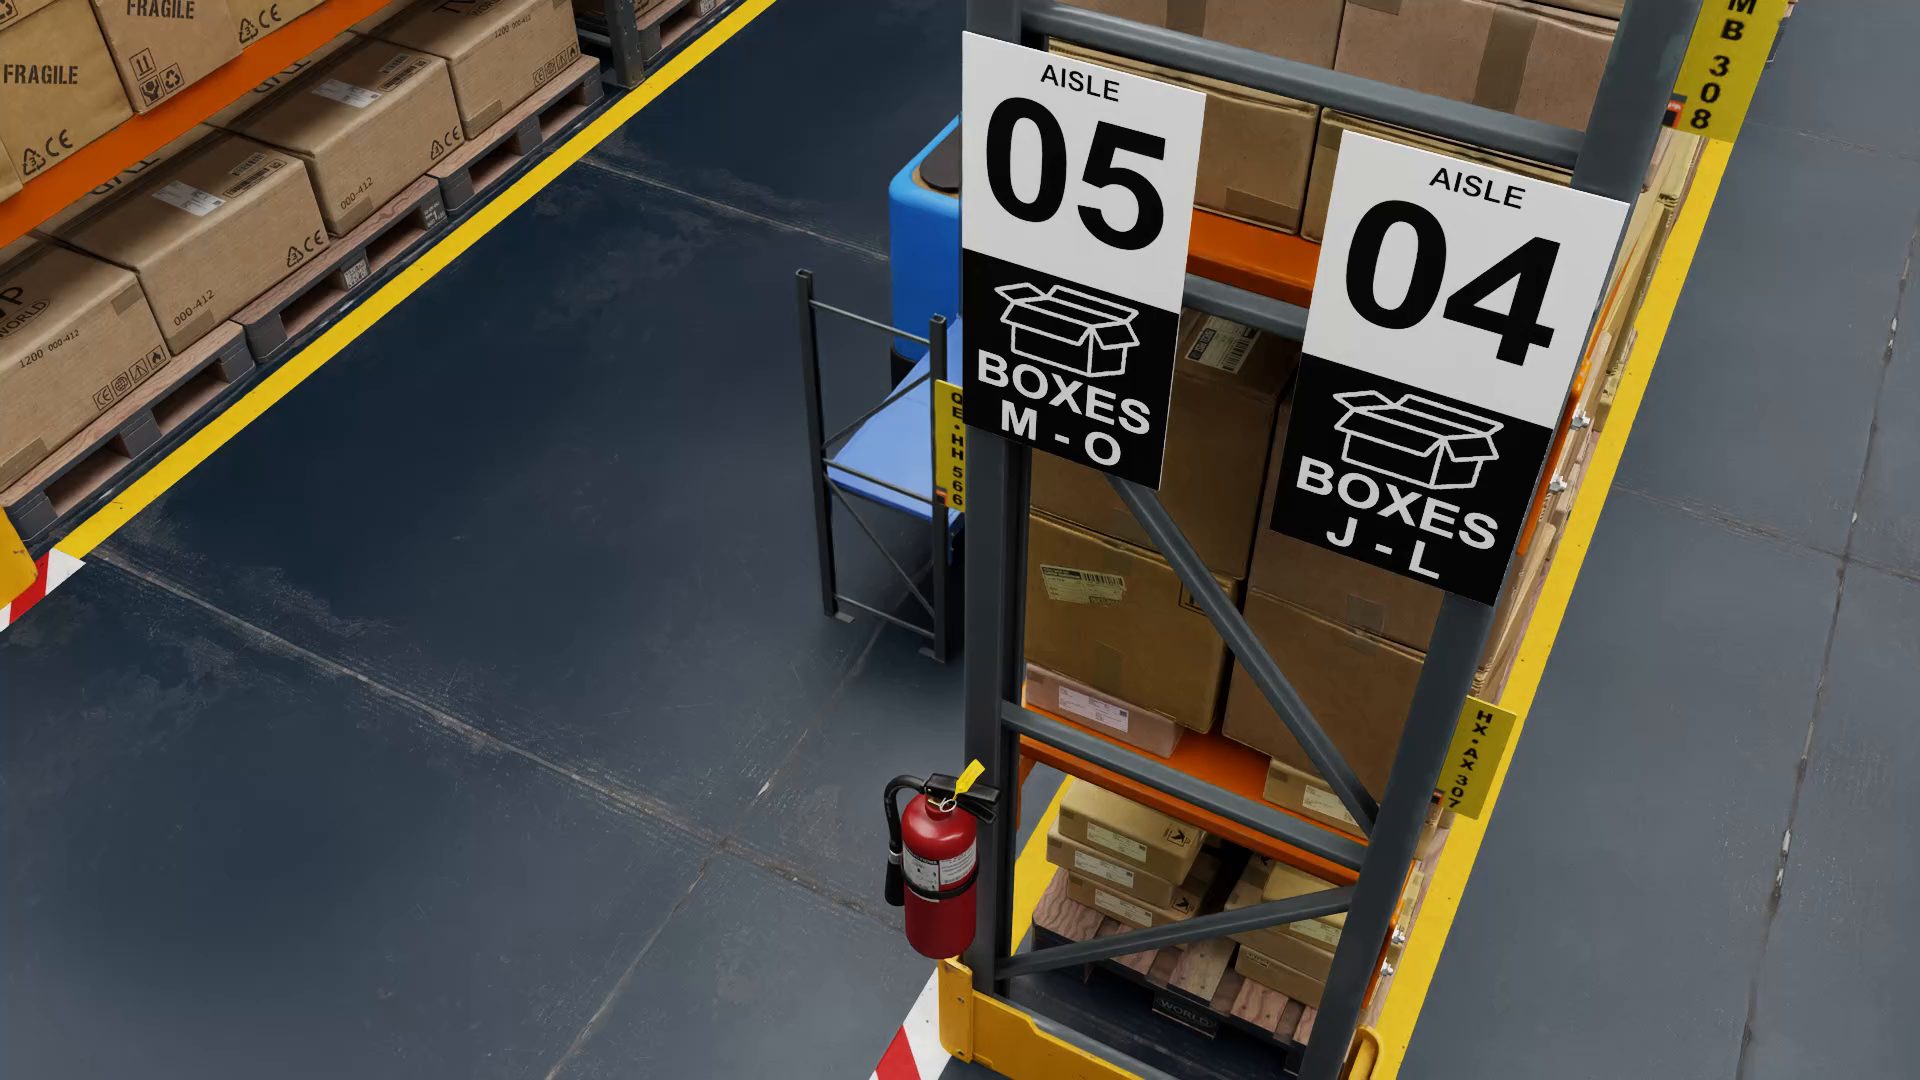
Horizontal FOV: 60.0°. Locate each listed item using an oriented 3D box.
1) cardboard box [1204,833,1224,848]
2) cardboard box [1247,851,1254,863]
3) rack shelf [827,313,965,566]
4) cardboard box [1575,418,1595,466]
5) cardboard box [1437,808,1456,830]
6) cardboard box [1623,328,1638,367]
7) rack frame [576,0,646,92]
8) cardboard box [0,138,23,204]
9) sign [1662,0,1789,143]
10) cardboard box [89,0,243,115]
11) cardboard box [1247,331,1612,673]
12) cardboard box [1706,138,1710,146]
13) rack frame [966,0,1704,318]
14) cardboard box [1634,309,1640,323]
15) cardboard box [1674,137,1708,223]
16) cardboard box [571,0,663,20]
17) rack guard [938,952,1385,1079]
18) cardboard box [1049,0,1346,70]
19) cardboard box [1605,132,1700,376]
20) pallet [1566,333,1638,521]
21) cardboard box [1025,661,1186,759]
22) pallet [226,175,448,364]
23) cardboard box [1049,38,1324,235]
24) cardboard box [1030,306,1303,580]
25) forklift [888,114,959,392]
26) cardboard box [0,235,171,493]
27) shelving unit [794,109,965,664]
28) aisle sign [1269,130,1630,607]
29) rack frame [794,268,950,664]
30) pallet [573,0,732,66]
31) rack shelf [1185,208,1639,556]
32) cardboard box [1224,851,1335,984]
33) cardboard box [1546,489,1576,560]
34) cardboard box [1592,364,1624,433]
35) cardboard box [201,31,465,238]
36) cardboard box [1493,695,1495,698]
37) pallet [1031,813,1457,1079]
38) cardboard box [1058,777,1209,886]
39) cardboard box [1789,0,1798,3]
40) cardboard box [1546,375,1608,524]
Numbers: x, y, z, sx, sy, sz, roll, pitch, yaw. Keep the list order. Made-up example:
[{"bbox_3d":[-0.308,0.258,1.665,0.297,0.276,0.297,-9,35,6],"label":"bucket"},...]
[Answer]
[{"bbox_3d":[0.640,0.714,4.936,0.380,0.149,0.250,19,48,18],"label":"cardboard box"},{"bbox_3d":[1.055,0.976,4.886,0.380,0.149,0.250,20,49,19],"label":"cardboard box"},{"bbox_3d":[-0.021,-0.377,5.821,0.538,0.185,1.000,21,49,20],"label":"rack shelf"},{"bbox_3d":[1.975,-0.355,5.783,0.380,0.149,0.250,18,48,17],"label":"cardboard box"},{"bbox_3d":[1.275,0.635,4.804,0.380,0.149,0.250,20,49,19],"label":"cardboard box"},{"bbox_3d":[2.456,-0.768,6.610,0.380,0.149,0.250,21,49,20],"label":"cardboard box"},{"bbox_3d":[-2.095,-3.553,7.653,1.000,3.000,0.127,20,49,19],"label":"rack frame"},{"bbox_3d":[-3.475,-1.276,5.332,0.500,0.500,0.500,20,49,19],"label":"cardboard box"},{"bbox_3d":[0.960,-0.645,2.055,0.100,0.325,0.005,20,49,19],"label":"sign"},{"bbox_3d":[-3.013,-1.918,5.967,0.500,0.500,0.500,20,49,19],"label":"cardboard box"},{"bbox_3d":[0.923,-0.149,3.306,0.500,0.500,0.500,20,49,19],"label":"cardboard box"},{"bbox_3d":[3.158,-1.963,7.544,0.500,0.500,0.500,23,50,21],"label":"cardboard box"},{"bbox_3d":[0.479,-1.571,1.476,1.000,3.000,0.127,20,49,19],"label":"rack frame"},{"bbox_3d":[2.471,-0.929,6.559,0.380,0.149,0.250,21,49,20],"label":"cardboard box"},{"bbox_3d":[2.119,-1.397,5.243,0.500,0.500,0.500,19,48,18],"label":"cardboard box"},{"bbox_3d":[-1.878,-3.371,8.671,0.875,0.875,0.875,22,49,20],"label":"cardboard box"},{"bbox_3d":[0.514,1.368,4.546,1.175,0.500,0.348,20,49,19],"label":"rack guard"},{"bbox_3d":[0.467,-1.014,2.788,0.500,0.250,0.500,19,48,18],"label":"cardboard box"},{"bbox_3d":[1.412,-0.789,3.939,0.500,0.500,0.500,19,48,18],"label":"cardboard box"},{"bbox_3d":[2.055,-0.568,6.662,1.003,0.211,1.213,20,49,19],"label":"pallet"},{"bbox_3d":[0.380,0.327,3.994,0.380,0.149,0.250,21,49,19],"label":"cardboard box"},{"bbox_3d":[-3.083,-1.348,7.434,1.003,0.211,1.213,20,49,19],"label":"pallet"},{"bbox_3d":[0.456,-0.838,2.966,0.500,0.250,0.500,19,48,18],"label":"cardboard box"},{"bbox_3d":[0.471,-0.324,3.479,0.500,0.500,0.500,20,49,18],"label":"cardboard box"},{"bbox_3d":[0.870,-2.325,6.487,1.130,2.935,3.031,21,49,20],"label":"forklift"},{"bbox_3d":[-3.734,-0.729,6.368,0.875,0.438,0.875,19,48,18],"label":"cardboard box"},{"bbox_3d":[-0.021,-0.503,5.693,0.538,1.500,1.048,21,49,20],"label":"shelving unit"},{"bbox_3d":[0.711,-0.231,2.542,0.394,0.787,0.004,20,49,19],"label":"aisle sign"},{"bbox_3d":[-0.264,-0.186,5.379,0.500,1.500,0.032,21,49,20],"label":"rack frame"},{"bbox_3d":[-1.804,-3.084,9.150,1.003,0.211,1.213,20,49,19],"label":"pallet"},{"bbox_3d":[1.407,-1.524,4.044,1.077,0.370,4.000,20,49,19],"label":"rack shelf"},{"bbox_3d":[0.950,1.042,4.611,0.380,0.149,0.250,22,49,21],"label":"cardboard box"},{"bbox_3d":[1.975,-0.116,5.965,0.380,0.149,0.250,20,49,19],"label":"cardboard box"},{"bbox_3d":[2.248,-0.580,6.214,0.380,0.149,0.250,19,48,18],"label":"cardboard box"},{"bbox_3d":[-2.897,-1.876,7.501,0.875,0.438,0.875,19,48,18],"label":"cardboard box"},{"bbox_3d":[1.173,0.204,4.116,0.380,0.149,0.250,19,48,18],"label":"cardboard box"},{"bbox_3d":[0.923,0.970,5.143,1.003,0.211,1.213,20,49,19],"label":"pallet"},{"bbox_3d":[0.500,0.766,4.675,0.380,0.149,0.250,21,49,19],"label":"cardboard box"},{"bbox_3d":[2.926,-2.138,6.136,0.380,0.149,0.250,18,48,17],"label":"cardboard box"},{"bbox_3d":[1.397,-0.444,4.300,0.500,0.500,0.500,21,49,20],"label":"cardboard box"}]
